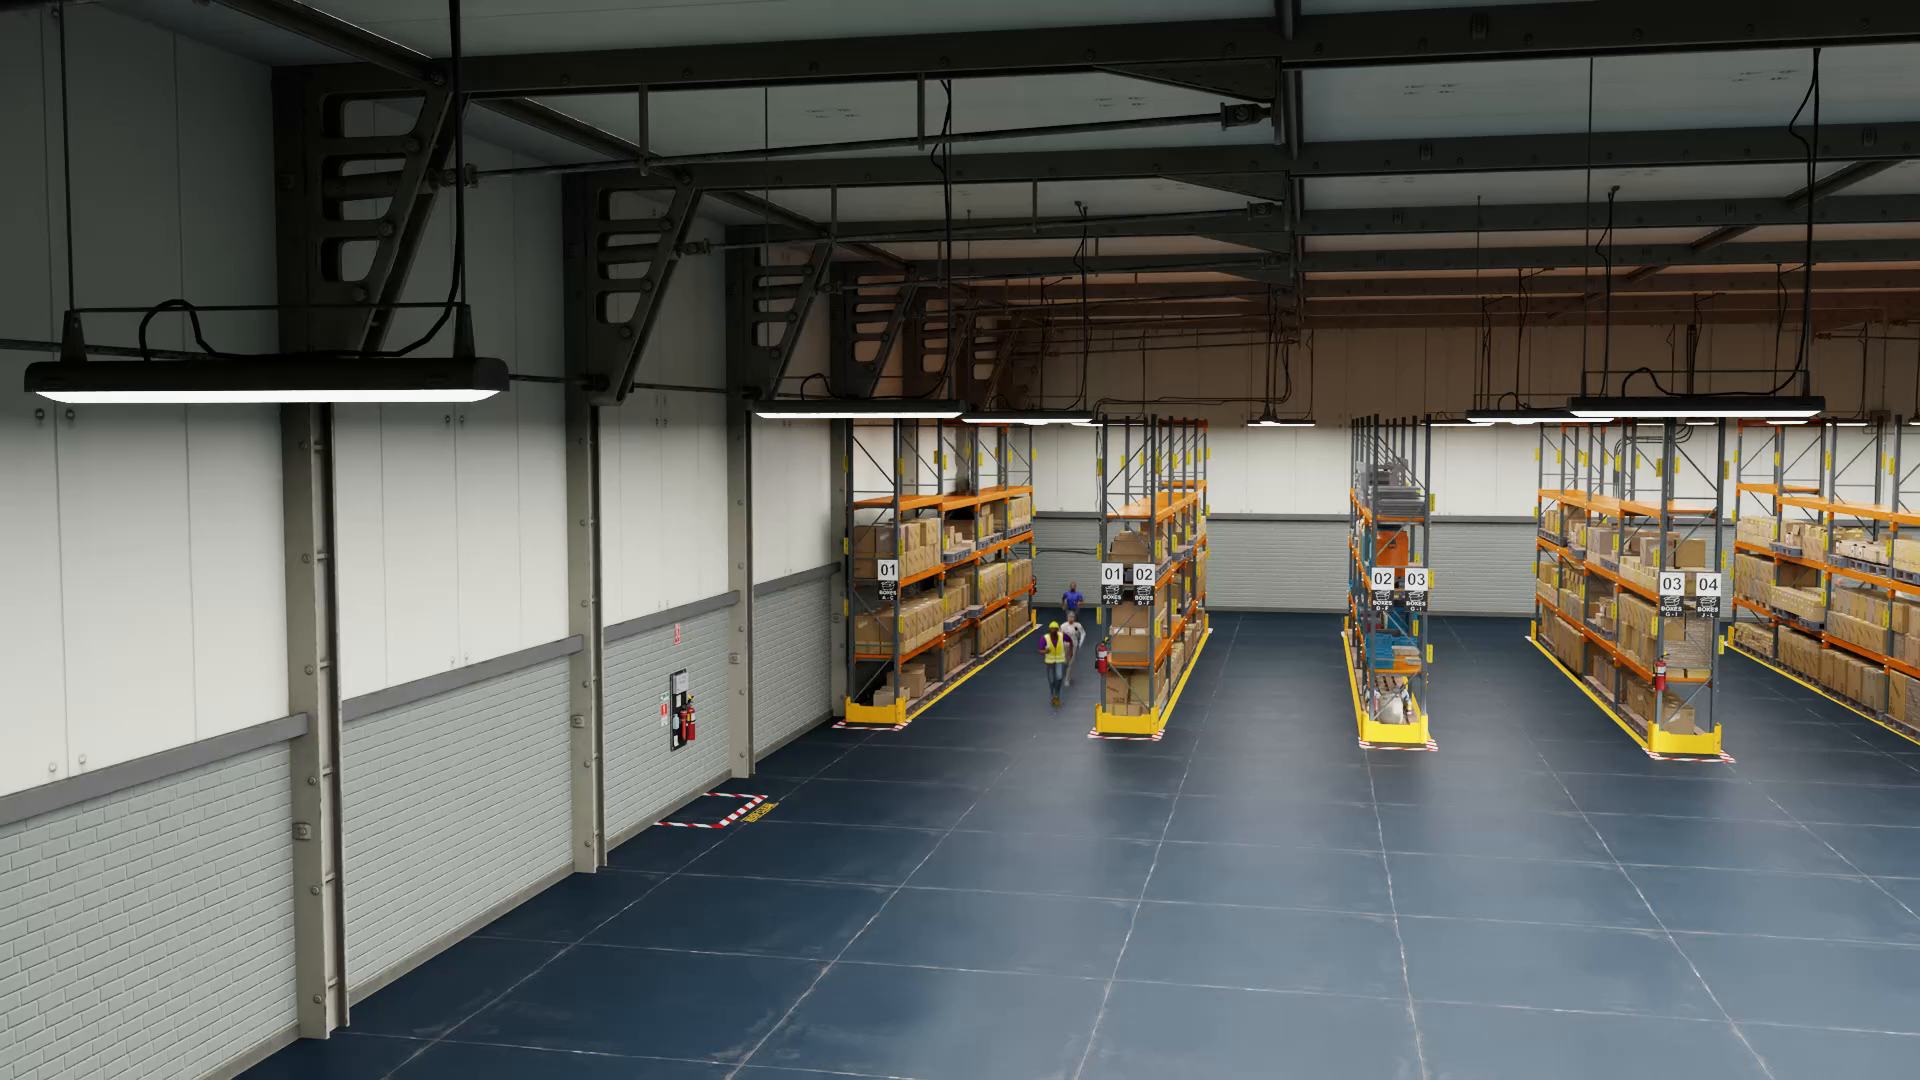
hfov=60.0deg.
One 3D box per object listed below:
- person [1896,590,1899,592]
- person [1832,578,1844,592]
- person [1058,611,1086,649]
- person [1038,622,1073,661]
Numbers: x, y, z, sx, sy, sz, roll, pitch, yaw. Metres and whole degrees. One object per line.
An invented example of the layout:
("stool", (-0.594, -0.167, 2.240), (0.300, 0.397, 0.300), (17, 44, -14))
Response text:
("person", (24.985, 2.028, 44.584), (0.542, 1.461, 0.443), (1, 4, 19))
("person", (23.576, 1.874, 44.676), (0.955, 1.720, 0.660), (0, 4, -1))
("person", (2.496, 2.013, 37.366), (0.644, 0.869, 0.325), (1, 4, 9))
("person", (1.970, 2.105, 34.299), (0.732, 0.850, 0.665), (0, 4, 3))
